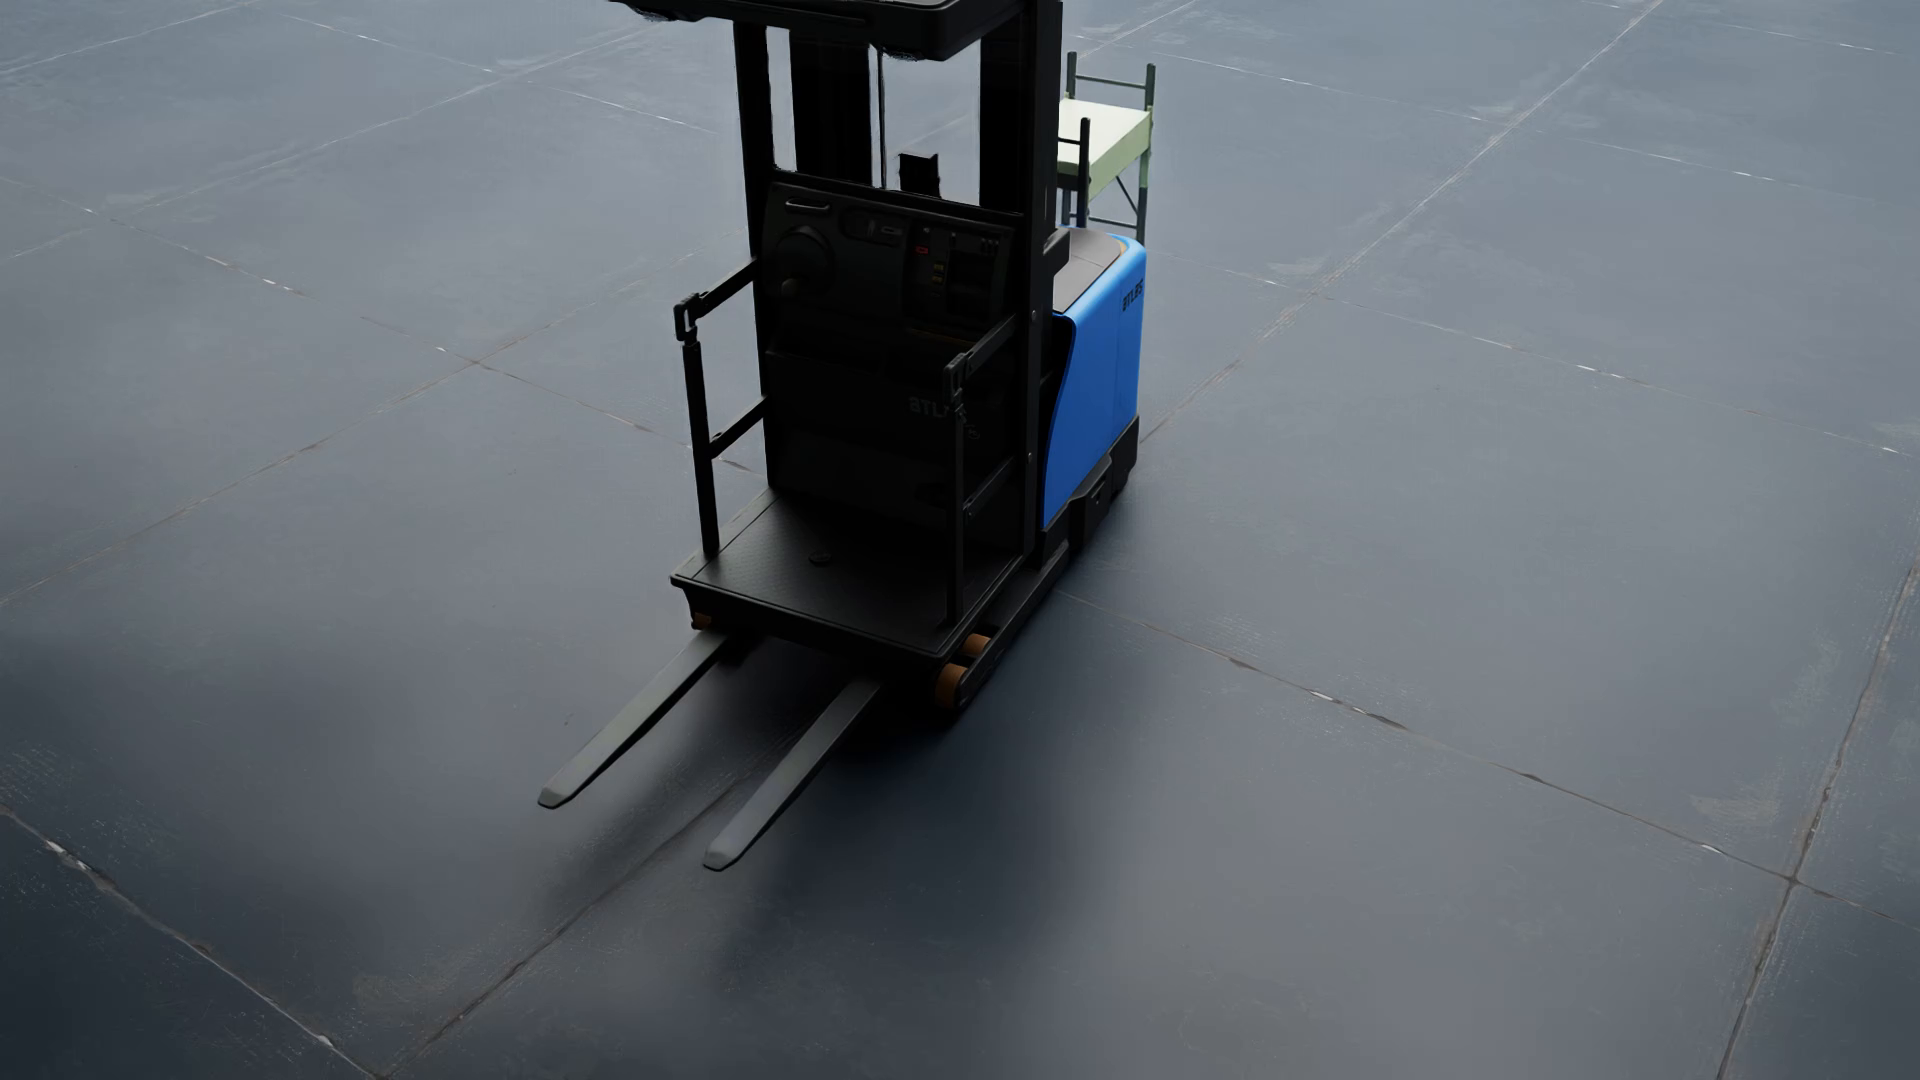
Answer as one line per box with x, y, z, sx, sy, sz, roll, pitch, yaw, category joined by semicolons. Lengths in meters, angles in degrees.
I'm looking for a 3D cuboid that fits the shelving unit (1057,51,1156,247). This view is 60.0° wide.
0.488;-1.261;7.275;0.431;1.500;0.755;15;37;21;shelving unit

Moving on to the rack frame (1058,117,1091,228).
0.328;-1.076;7.003;0.400;1.500;0.023;15;37;21;rack frame

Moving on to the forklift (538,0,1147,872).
-0.345;-0.895;5.457;1.130;2.935;3.031;15;37;21;forklift

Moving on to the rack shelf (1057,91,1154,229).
0.488;-1.584;7.057;0.431;0.370;0.720;15;37;21;rack shelf

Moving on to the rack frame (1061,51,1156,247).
0.649;-1.445;7.548;0.400;1.500;0.023;15;37;21;rack frame
